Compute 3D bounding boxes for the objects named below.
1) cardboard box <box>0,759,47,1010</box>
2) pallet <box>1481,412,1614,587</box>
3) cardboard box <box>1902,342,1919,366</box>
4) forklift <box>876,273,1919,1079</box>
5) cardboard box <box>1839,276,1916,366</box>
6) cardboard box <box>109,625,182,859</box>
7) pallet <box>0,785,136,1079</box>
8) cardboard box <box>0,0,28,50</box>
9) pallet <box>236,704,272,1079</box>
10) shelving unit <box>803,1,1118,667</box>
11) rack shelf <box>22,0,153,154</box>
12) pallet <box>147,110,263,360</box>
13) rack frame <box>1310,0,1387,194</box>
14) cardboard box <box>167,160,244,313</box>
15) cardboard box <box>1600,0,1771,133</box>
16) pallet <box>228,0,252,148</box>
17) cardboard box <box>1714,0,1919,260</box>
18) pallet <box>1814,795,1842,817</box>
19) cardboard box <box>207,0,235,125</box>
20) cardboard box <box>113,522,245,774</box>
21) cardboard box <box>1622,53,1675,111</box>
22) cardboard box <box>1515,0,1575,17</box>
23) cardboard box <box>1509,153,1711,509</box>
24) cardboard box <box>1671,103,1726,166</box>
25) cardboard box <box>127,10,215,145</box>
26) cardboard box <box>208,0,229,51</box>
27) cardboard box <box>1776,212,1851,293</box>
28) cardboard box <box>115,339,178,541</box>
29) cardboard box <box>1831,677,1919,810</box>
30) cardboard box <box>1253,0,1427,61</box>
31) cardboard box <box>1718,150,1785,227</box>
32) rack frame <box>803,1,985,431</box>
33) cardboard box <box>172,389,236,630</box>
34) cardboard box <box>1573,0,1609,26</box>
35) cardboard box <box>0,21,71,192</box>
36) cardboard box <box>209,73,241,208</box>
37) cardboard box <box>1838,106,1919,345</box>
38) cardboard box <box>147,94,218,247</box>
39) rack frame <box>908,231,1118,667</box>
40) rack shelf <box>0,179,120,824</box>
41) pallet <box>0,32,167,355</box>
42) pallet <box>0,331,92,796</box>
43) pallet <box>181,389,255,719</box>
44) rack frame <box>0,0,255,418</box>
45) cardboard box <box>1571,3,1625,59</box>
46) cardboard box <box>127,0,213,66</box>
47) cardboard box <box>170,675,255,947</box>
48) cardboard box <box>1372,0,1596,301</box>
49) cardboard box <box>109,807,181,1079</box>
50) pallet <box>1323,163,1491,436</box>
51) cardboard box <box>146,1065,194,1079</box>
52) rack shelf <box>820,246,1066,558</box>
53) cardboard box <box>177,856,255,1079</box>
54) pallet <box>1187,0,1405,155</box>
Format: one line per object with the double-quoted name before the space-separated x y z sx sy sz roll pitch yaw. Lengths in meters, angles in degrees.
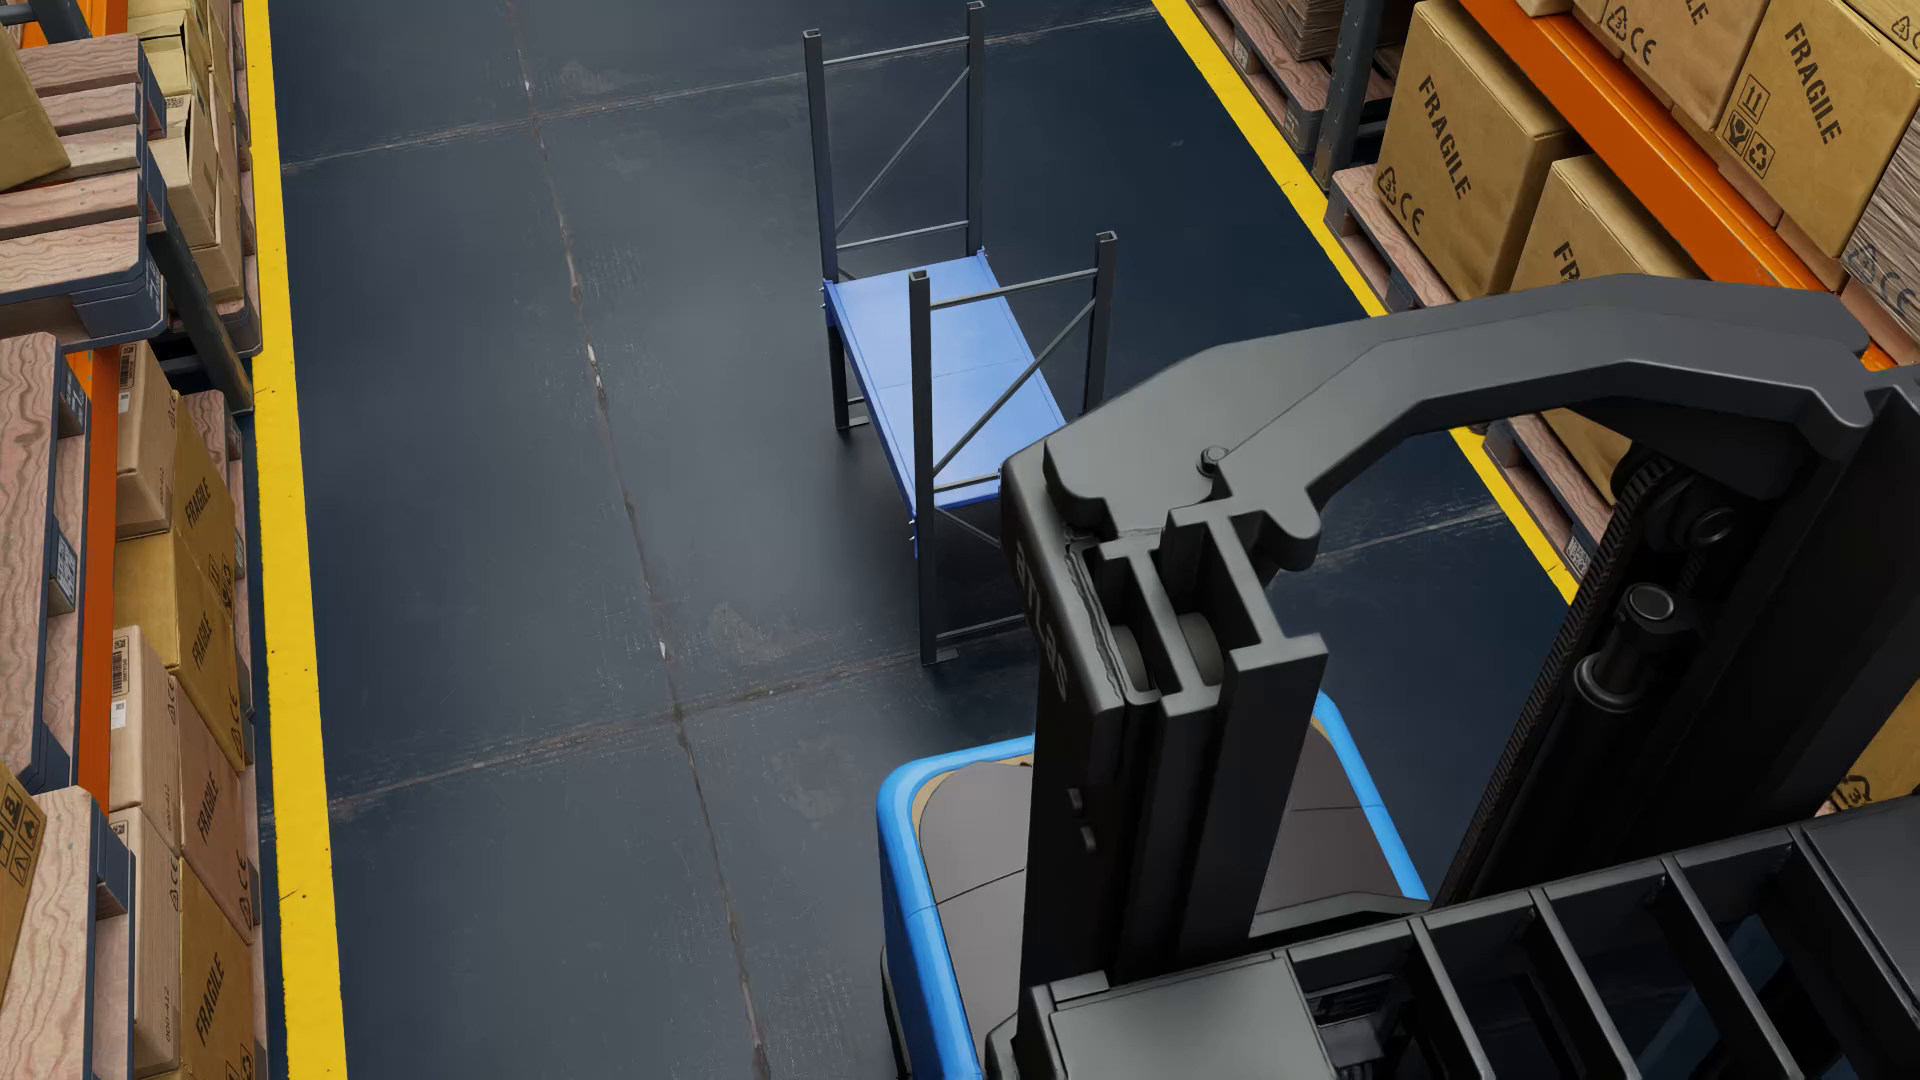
"cardboard box" -1.884 0.542 2.491 0.700 0.500 0.500 -6 50 -5
"pallet" 2.373 -0.069 5.170 1.003 0.211 1.213 -13 51 -11
"cardboard box" 2.393 -0.389 3.767 0.380 0.149 0.250 -13 51 -11
"forklift" 0.667 1.225 2.301 1.130 2.935 3.031 -11 51 -9
"cardboard box" 2.333 -0.575 3.924 0.380 0.149 0.250 -15 51 -12
"cardboard box" -2.049 0.511 3.714 0.500 0.250 0.500 -14 51 -12
"pallet" -1.826 1.047 2.531 1.003 0.211 1.213 -13 51 -11
"cardboard box" -2.942 -1.574 4.674 0.500 0.311 0.500 -10 51 -9
"pallet" -2.335 1.015 4.257 1.003 0.211 1.213 -13 51 -11
"shelving unit" -0.025 -0.546 4.729 0.538 1.500 1.048 -13 51 -11
"rack shelf" -3.468 -2.556 5.914 1.077 0.370 4.000 -13 51 -11
"pallet" -3.083 -1.039 5.988 1.003 0.211 1.213 -13 51 -11
"rack frame" 1.854 -2.450 5.354 1.000 3.000 0.127 -13 51 -11
"cardboard box" -2.751 -1.026 5.676 0.500 0.250 0.500 -13 51 -11
"cardboard box" 2.045 -1.425 4.216 0.500 0.500 0.500 -14 51 -11
"pallet" -3.440 -1.928 6.738 1.003 0.211 1.213 -13 51 -11
"cardboard box" 2.207 -1.046 3.897 0.500 0.500 0.500 -12 51 -10
"pallet" 2.737 0.823 4.418 1.003 0.211 1.213 -13 51 -11
"cardboard box" -3.060 -1.771 6.305 0.500 0.250 0.500 -15 51 -12
"cardboard box" -2.223 0.344 4.345 0.500 0.500 0.500 -15 51 -12
"cardboard box" 2.072 -1.340 4.569 0.380 0.149 0.250 -12 51 -10
"cardboard box" 1.794 -1.684 4.859 0.380 0.149 0.250 -12 51 -10
"cardboard box" 2.199 -0.685 4.997 0.750 0.750 0.750 -14 51 -11
"cardboard box" 2.138 -1.150 4.408 0.380 0.149 0.250 -13 51 -10
"cardboard box" -2.914 -1.588 5.784 0.500 0.311 0.500 -14 51 -12
"cardboard box" -3.211 -2.145 6.621 0.500 0.250 0.500 -12 51 -10
"cardboard box" 2.265 -0.772 4.090 0.380 0.149 0.250 -12 51 -10
"cardboard box" -2.355 -0.235 4.343 0.500 0.250 0.500 -12 51 -10
"cardboard box" 2.721 0.583 3.928 0.750 0.750 0.750 -13 51 -11
"cardboard box" 1.592 -2.301 6.575 0.700 0.500 0.500 -13 51 -10
"cardboard box" 2.194 -0.965 4.253 0.380 0.149 0.250 -13 51 -11
"rack frame" -0.176 -0.917 5.042 0.500 1.500 0.032 -13 51 -11
"cardboard box" -2.376 -0.034 4.664 0.500 0.500 0.500 -12 51 -10
"cardboard box" 1.900 -1.788 4.522 0.500 0.500 0.500 -12 51 -10
"cardboard box" -2.583 -1.061 3.842 0.700 0.500 0.500 -30 56 -23
"cardboard box" -2.900 -1.393 5.986 0.500 0.250 0.500 -15 51 -12
"cardboard box" 2.359 -0.683 3.591 0.500 0.500 0.500 -13 51 -11
"cardboard box" -2.751 -1.206 5.462 0.500 0.311 0.500 -12 51 -10
"rack frame" 0.125 -0.174 4.416 0.500 1.500 0.032 -13 51 -11
"rack shelf" -2.285 0.365 3.451 1.077 0.370 4.000 -13 51 -11
"pallet" -2.609 -0.787 4.077 1.213 0.211 1.003 -13 51 -11
"pallet" -2.297 0.154 3.284 1.003 0.211 1.213 -13 51 -11
"pallet" -2.692 0.125 5.007 1.003 0.211 1.213 -13 51 -11
"rack frame" -2.877 -1.328 4.407 1.000 3.000 0.127 -13 51 -11
"cardboard box" 1.987 -1.528 4.728 0.380 0.149 0.250 -14 51 -11
"cardboard box" -3.063 -1.961 6.098 0.500 0.311 0.500 -15 51 -12
"cardboard box" -2.062 0.726 4.023 0.500 0.500 0.500 -15 52 -12
"cardboard box" 1.947 -1.326 5.537 0.750 0.750 0.750 -14 51 -11
"cardboard box" -1.900 0.877 3.405 0.500 0.250 0.500 -13 51 -11
"pallet" 2.016 -0.959 5.920 1.003 0.211 1.213 -13 51 -11
"cardboard box" -1.772 1.462 3.403 0.500 0.500 0.500 -13 51 -10
"rack shelf" -0.025 -0.430 4.867 0.538 0.185 1.000 -13 51 -11
"cardboard box" -1.913 1.096 3.712 0.500 0.500 0.500 -13 51 -11
"pallet" 1.625 -2.123 6.901 1.003 0.211 1.213 -13 51 -11
